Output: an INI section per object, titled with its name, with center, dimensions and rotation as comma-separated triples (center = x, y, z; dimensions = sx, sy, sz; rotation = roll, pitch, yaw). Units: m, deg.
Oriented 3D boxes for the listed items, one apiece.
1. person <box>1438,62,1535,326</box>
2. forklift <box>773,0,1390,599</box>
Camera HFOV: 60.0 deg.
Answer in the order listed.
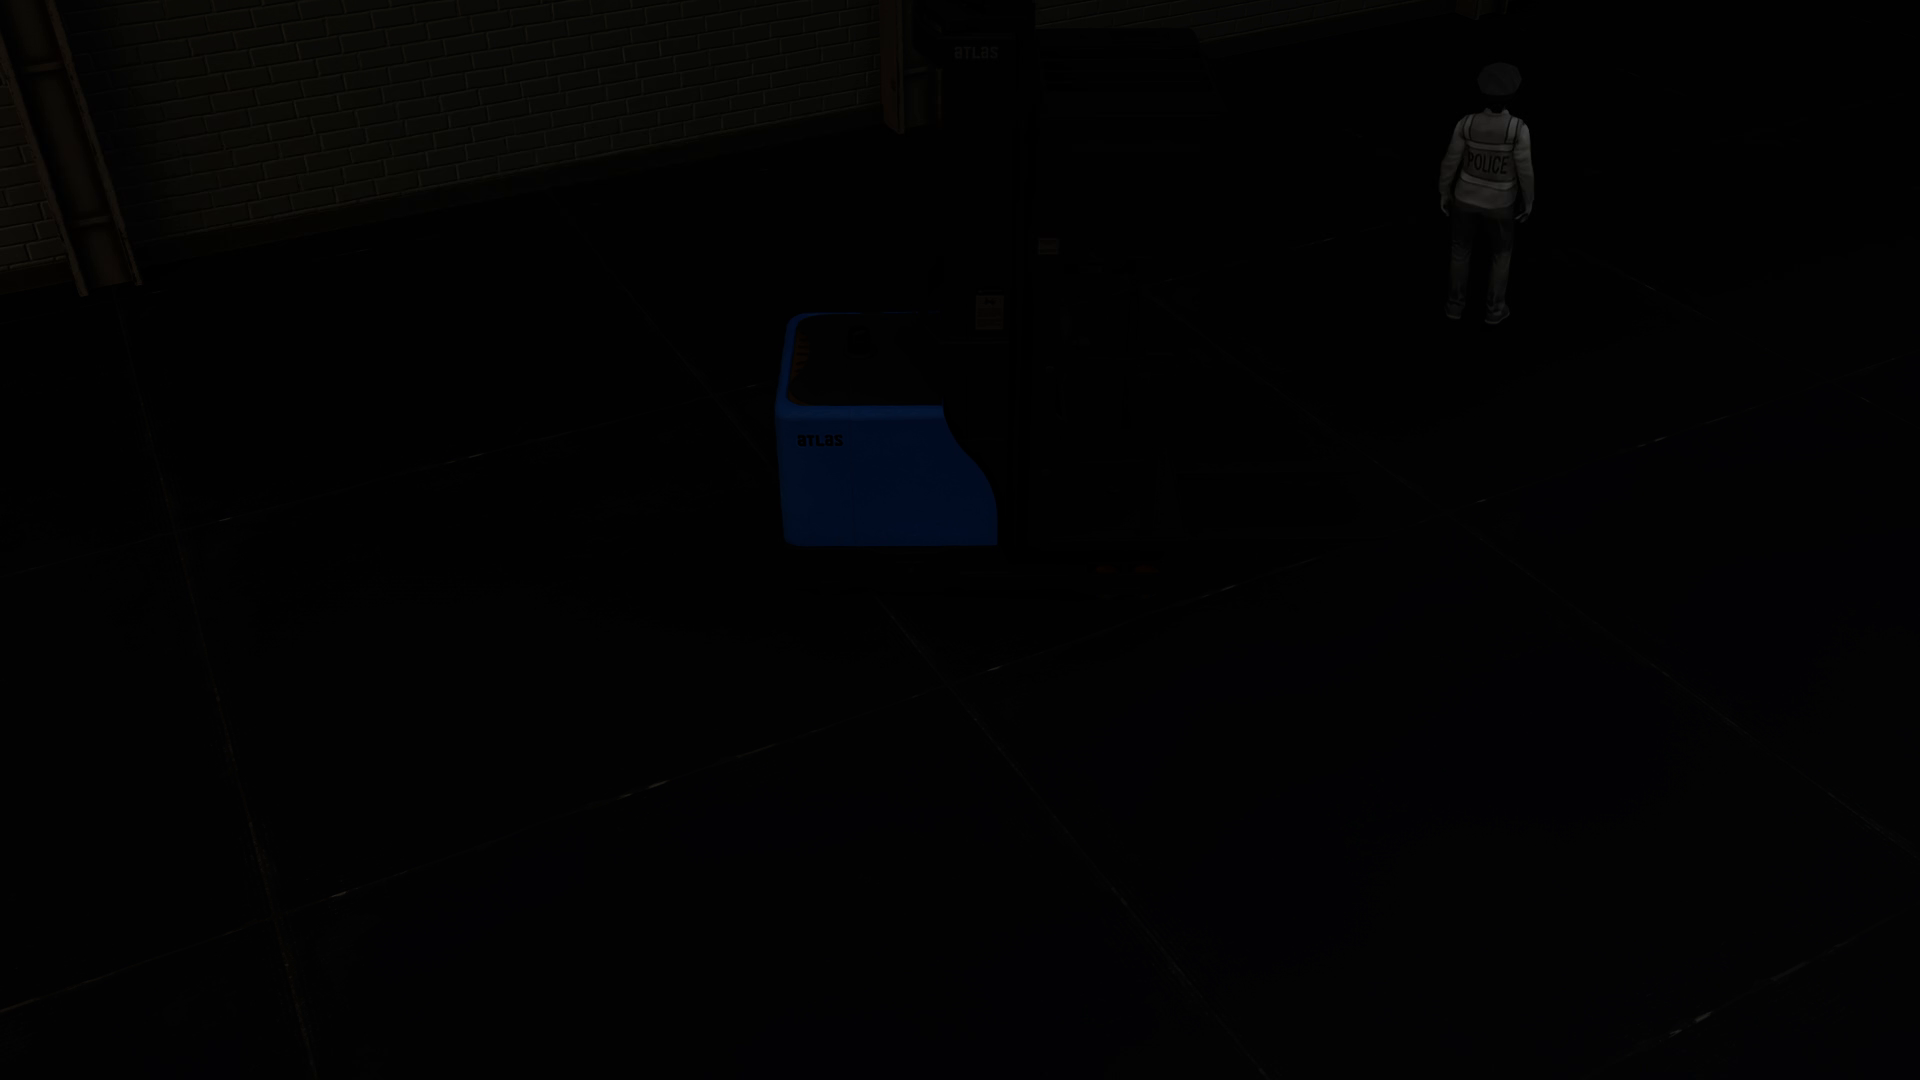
[person]
center = 3.196, -2.086, 10.108
dimensions = 0.572, 1.680, 0.497
rotation = 17, 38, 22
[forklift]
center = 0.628, -1.213, 7.840
dimensions = 3.031, 2.935, 1.130
rotation = 0, 35, -1
